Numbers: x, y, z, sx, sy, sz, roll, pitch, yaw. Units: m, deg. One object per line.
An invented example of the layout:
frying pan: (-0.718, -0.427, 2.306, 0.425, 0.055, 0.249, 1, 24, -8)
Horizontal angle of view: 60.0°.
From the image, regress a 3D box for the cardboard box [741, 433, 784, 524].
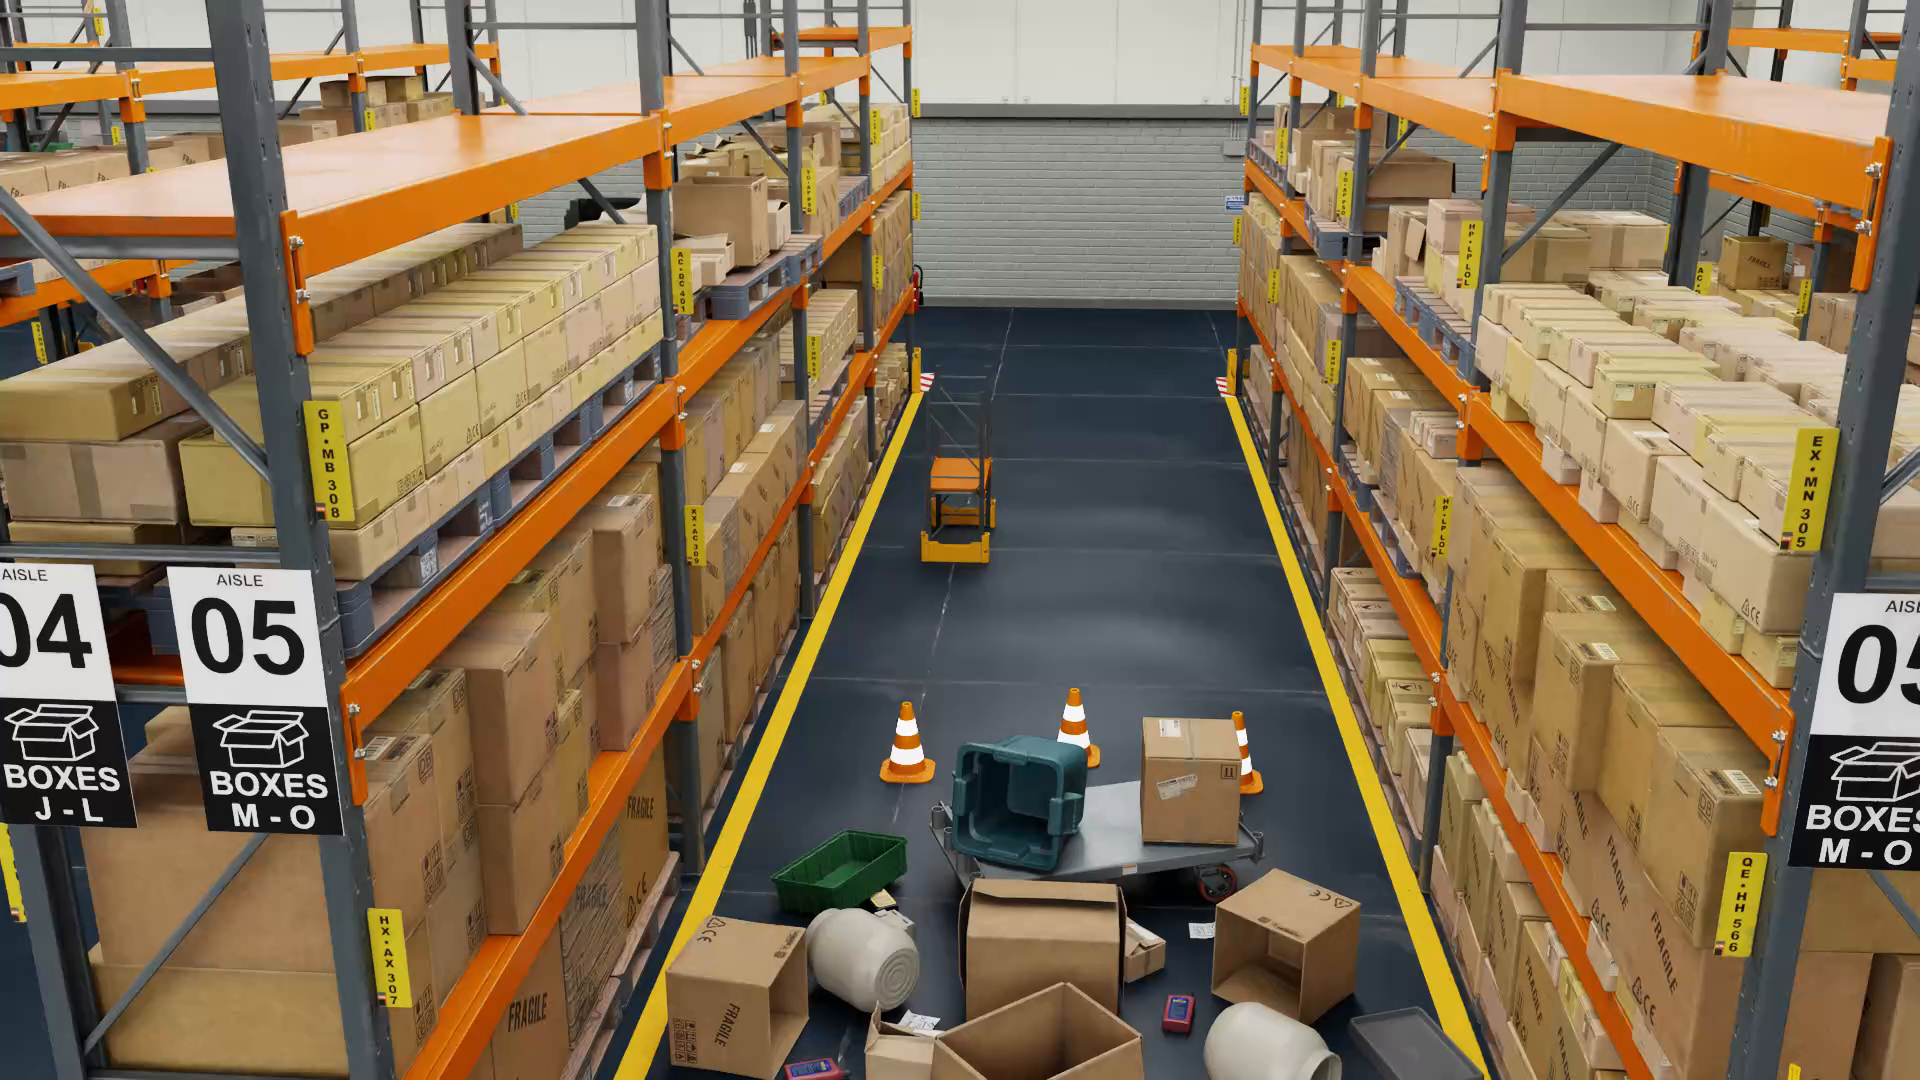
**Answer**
cardboard box: (-1.482, -0.419, 11.223, 0.500, 0.500, 0.500, 1, 18, 3)

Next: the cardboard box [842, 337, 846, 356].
cardboard box: (-1.245, -1.786, 15.286, 0.380, 0.149, 0.250, 0, 18, 1)

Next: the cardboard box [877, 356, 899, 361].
cardboard box: (-0.905, -2.030, 19.251, 0.380, 0.149, 0.250, 1, 18, 2)

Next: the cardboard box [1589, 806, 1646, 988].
cardboard box: (2.531, 1.217, 5.752, 0.500, 0.500, 0.500, 1, 18, 4)

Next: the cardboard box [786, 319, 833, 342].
cardboard box: (-1.304, -1.815, 14.419, 0.380, 0.149, 0.250, 1, 18, 3)

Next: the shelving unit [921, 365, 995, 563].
shelving unit: (-0.005, -0.689, 14.617, 0.587, 1.500, 1.083, 1, 18, 4)

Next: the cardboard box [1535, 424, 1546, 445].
cardboard box: (2.706, -0.484, 7.170, 0.380, 0.149, 0.250, 2, 18, 6)

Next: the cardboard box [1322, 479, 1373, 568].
cardboard box: (3.432, -0.151, 13.304, 0.875, 0.875, 0.875, 1, 18, 3)

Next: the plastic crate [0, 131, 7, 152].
plastic crate: (-11.335, -4.492, 19.098, 0.504, 0.338, 0.767, 1, 18, 4)

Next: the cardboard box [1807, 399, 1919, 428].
cardboard box: (3.051, -0.365, 5.524, 0.380, 0.149, 0.250, 1, 18, 4)

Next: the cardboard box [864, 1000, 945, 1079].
cardboard box: (-0.218, 2.289, 7.510, 0.396, 0.266, 0.258, 4, 19, 13)

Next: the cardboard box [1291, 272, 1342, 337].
cardboard box: (3.221, -2.069, 14.652, 0.500, 0.500, 0.500, 1, 18, 3)

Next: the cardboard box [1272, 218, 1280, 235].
cardboard box: (3.428, -3.238, 17.181, 0.380, 0.149, 0.250, 1, 18, 3)

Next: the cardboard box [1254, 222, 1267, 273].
cardboard box: (3.461, -3.137, 17.914, 0.500, 0.500, 0.500, 1, 18, 4)

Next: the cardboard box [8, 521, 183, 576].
cardboard box: (-2.533, -0.007, 4.877, 0.380, 0.149, 0.250, 1, 18, 4)

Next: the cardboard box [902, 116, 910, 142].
cardboard box: (-0.851, -4.755, 19.238, 0.500, 0.250, 0.500, 1, 18, 2)

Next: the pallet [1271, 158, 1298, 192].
pallet: (3.656, -3.628, 16.502, 1.003, 0.211, 1.213, 1, 18, 4)

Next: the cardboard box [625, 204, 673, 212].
cardboard box: (-1.952, -2.053, 10.960, 0.500, 0.250, 0.500, 2, 18, 5)

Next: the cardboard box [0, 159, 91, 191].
cardboard box: (-6.395, -2.367, 11.548, 0.500, 0.500, 0.500, 1, 18, 4)

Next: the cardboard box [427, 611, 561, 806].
cardboard box: (-2.030, 0.615, 6.255, 0.875, 0.550, 0.550, 1, 18, 4)

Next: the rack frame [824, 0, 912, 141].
rack frame: (-1.071, -6.163, 19.279, 1.000, 3.000, 0.127, 1, 18, 4)

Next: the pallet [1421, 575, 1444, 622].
pallet: (3.213, 0.351, 9.342, 1.003, 0.211, 1.213, 1, 18, 4)

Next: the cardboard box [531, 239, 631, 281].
cardboard box: (-1.677, -1.240, 7.360, 0.380, 0.149, 0.250, 1, 18, 4)

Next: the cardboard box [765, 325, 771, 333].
cardboard box: (-1.915, -1.854, 15.015, 0.380, 0.149, 0.250, 2, 18, 6)

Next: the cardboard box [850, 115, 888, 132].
cardboard box: (-0.954, -4.343, 17.340, 0.380, 0.149, 0.250, 2, 18, 7)

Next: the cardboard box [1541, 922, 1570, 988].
cardboard box: (2.525, 1.649, 6.569, 0.380, 0.149, 0.250, 2, 18, 6)

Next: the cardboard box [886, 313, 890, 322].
cardboard box: (-0.965, -2.441, 17.959, 0.380, 0.149, 0.250, 2, 18, 6)

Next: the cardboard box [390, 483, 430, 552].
cardboard box: (-1.856, -0.074, 5.084, 0.380, 0.149, 0.250, 1, 18, 4)

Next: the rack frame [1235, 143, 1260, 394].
rack frame: (3.873, -3.233, 19.972, 1.000, 3.000, 0.127, 1, 18, 4)

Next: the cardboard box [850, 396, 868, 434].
cardboard box: (-1.159, -1.201, 15.906, 0.500, 0.250, 0.500, 1, 18, 2)

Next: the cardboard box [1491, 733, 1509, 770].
cardboard box: (2.663, 0.943, 7.631, 0.380, 0.149, 0.250, 2, 18, 6)

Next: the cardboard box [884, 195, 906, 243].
cardboard box: (-0.892, -3.671, 19.065, 0.500, 0.500, 0.500, 1, 18, 2)

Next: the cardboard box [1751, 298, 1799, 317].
cardboard box: (8.352, -2.271, 16.798, 0.500, 0.250, 0.500, 1, 18, 4)

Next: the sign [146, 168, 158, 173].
sign: (-6.044, -2.628, 12.478, 0.100, 0.325, 0.005, 1, 18, 4)

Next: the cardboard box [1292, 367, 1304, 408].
cardboard box: (3.158, -1.314, 14.356, 0.500, 0.250, 0.500, 1, 18, 3)

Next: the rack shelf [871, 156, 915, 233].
rack shelf: (-1.215, -3.774, 17.963, 1.077, 0.370, 4.000, 1, 18, 4)

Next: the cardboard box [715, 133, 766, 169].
cardboard box: (-1.803, -3.195, 13.650, 0.396, 0.266, 0.258, 1, 18, 4)

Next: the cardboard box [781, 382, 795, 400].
cardboard box: (-1.410, -1.194, 13.002, 0.380, 0.149, 0.250, 2, 18, 6)

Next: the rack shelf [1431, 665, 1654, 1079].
rack shelf: (2.870, 1.457, 6.814, 1.077, 0.370, 4.000, 1, 18, 4)

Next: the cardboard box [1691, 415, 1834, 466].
cardboard box: (2.582, -0.297, 5.317, 0.380, 0.149, 0.250, 1, 18, 4)

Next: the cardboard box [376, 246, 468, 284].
cardboard box: (-2.350, -1.175, 7.162, 0.380, 0.149, 0.250, 1, 18, 3)

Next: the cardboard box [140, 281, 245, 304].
cardboard box: (-6.467, -1.923, 14.202, 0.797, 0.503, 0.637, 2, 18, 5)

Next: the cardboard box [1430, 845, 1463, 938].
cardboard box: (2.701, 1.778, 8.420, 0.500, 0.250, 0.500, 0, 18, 1)

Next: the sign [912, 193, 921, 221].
sign: (-0.519, -3.994, 19.927, 0.100, 0.325, 0.005, 1, 18, 4)

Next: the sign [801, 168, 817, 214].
sign: (-1.092, -2.521, 12.025, 0.100, 0.325, 0.005, 1, 18, 4)

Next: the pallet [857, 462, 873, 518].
pallet: (-1.412, -0.503, 16.118, 1.003, 0.211, 1.213, 1, 18, 4)

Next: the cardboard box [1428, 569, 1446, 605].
cardboard box: (2.775, 0.248, 9.078, 0.380, 0.149, 0.250, 2, 18, 5)

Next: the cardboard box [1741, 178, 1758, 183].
cardboard box: (8.350, -3.784, 17.240, 0.380, 0.149, 0.250, 2, 18, 5)

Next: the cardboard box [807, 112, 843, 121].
cardboard box: (-1.462, -4.516, 17.868, 0.380, 0.149, 0.250, 2, 18, 6)

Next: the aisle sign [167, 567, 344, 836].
aisle sign: (-1.924, 0.451, 4.555, 0.394, 0.787, 0.004, 1, 18, 4)

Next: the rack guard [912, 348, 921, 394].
rack guard: (-1.077, -2.100, 20.531, 1.175, 0.500, 0.348, 1, 18, 4)

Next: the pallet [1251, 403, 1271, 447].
pallet: (3.804, -1.280, 18.490, 1.003, 0.211, 1.213, 1, 18, 4)

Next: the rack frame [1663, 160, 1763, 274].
rack frame: (8.824, -3.123, 19.637, 1.000, 3.000, 0.127, 1, 18, 4)

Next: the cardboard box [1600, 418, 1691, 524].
cardboard box: (2.564, -0.241, 5.789, 0.500, 0.250, 0.500, 2, 18, 5)

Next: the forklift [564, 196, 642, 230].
forklift: (-3.072, -1.483, 14.742, 1.130, 2.935, 3.031, 1, 18, 3)

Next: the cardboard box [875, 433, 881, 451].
cardboard box: (-1.012, -1.020, 17.124, 0.380, 0.149, 0.250, 0, 18, 2)
